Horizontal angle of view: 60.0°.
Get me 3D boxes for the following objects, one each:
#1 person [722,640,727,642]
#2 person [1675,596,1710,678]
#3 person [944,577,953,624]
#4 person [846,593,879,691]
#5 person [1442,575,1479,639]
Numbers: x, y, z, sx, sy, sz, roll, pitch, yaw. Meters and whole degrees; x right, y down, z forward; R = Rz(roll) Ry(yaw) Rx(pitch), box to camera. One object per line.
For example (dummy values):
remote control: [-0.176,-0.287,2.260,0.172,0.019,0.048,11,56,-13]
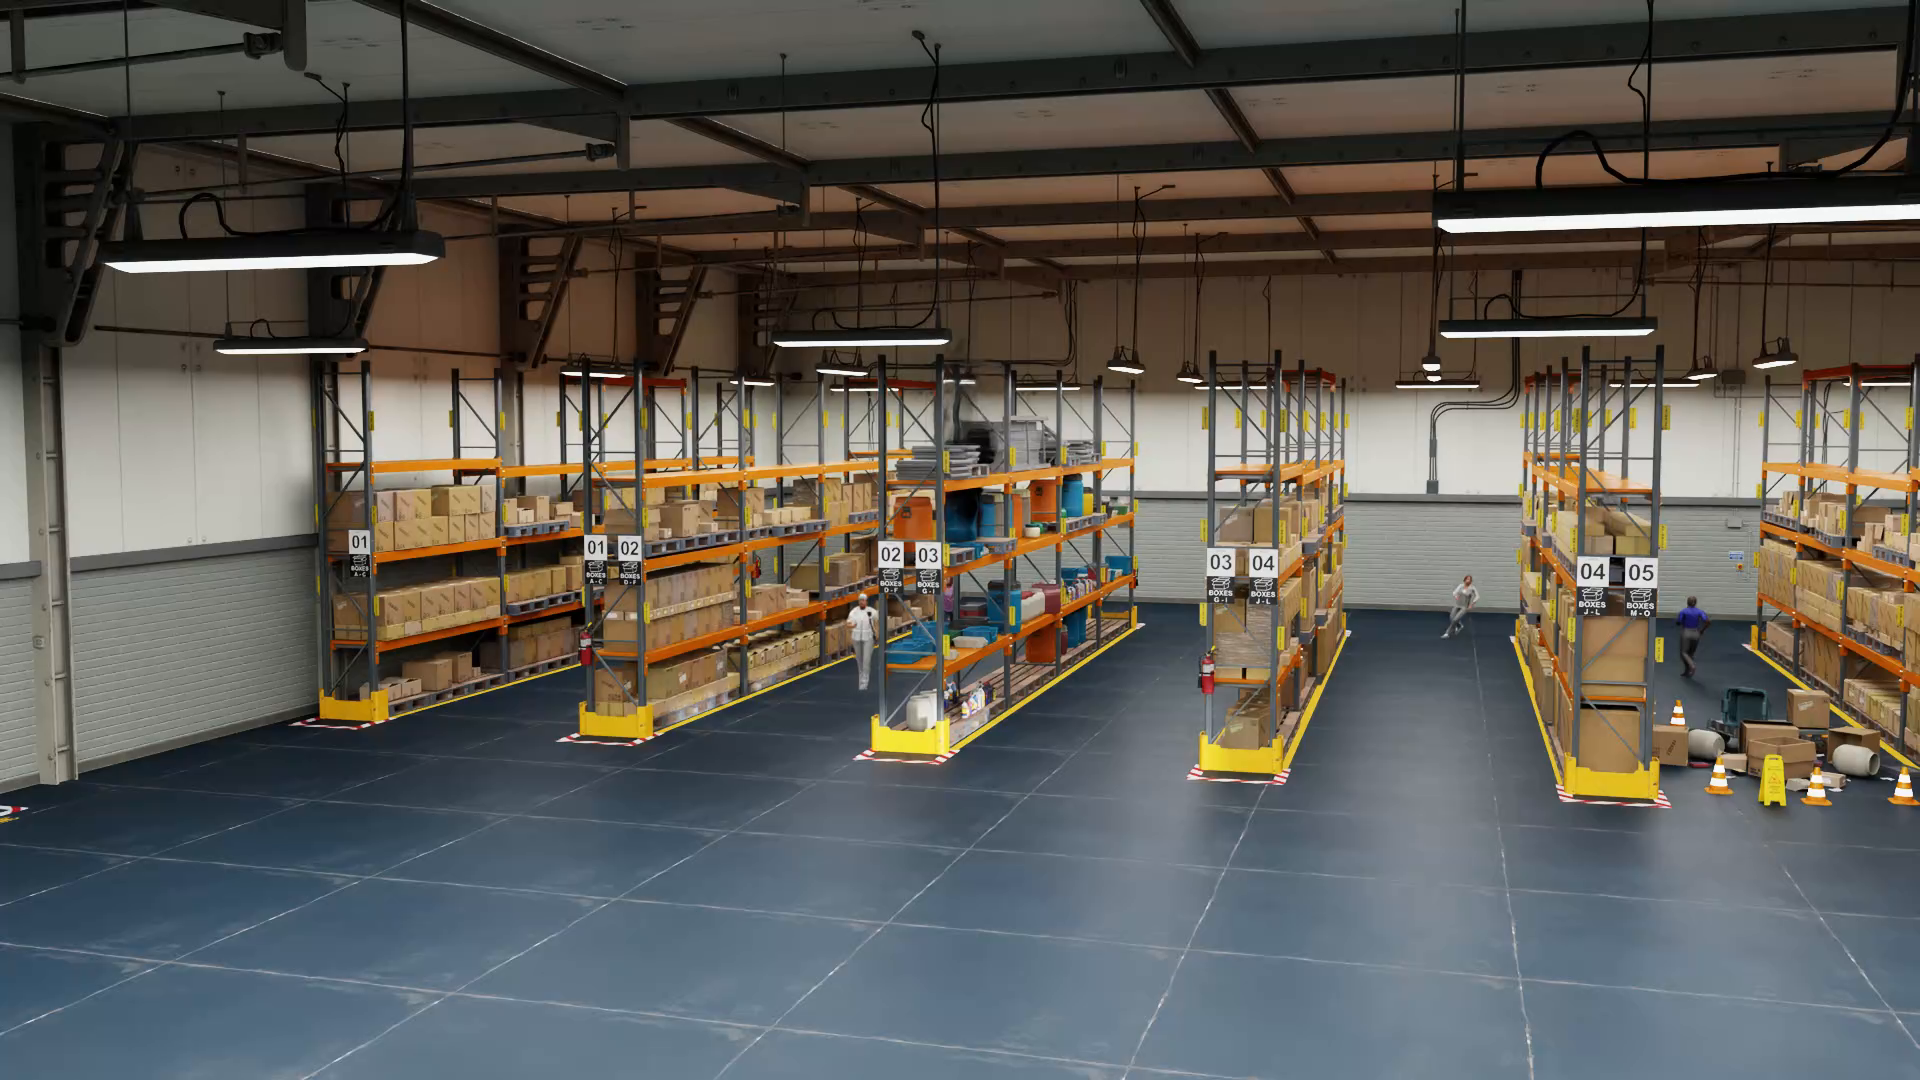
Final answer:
person: [-5.411,1.482,36.908,0.649,1.730,0.938,1,4,10]
person: [14.134,1.881,32.162,0.587,1.628,0.859,0,4,3]
person: [-0.242,1.567,36.727,0.536,1.583,0.856,1,4,9]
person: [-1.705,1.792,29.286,0.607,1.708,0.880,1,4,10]
person: [11.540,1.534,38.261,0.676,1.491,0.617,4,6,44]
